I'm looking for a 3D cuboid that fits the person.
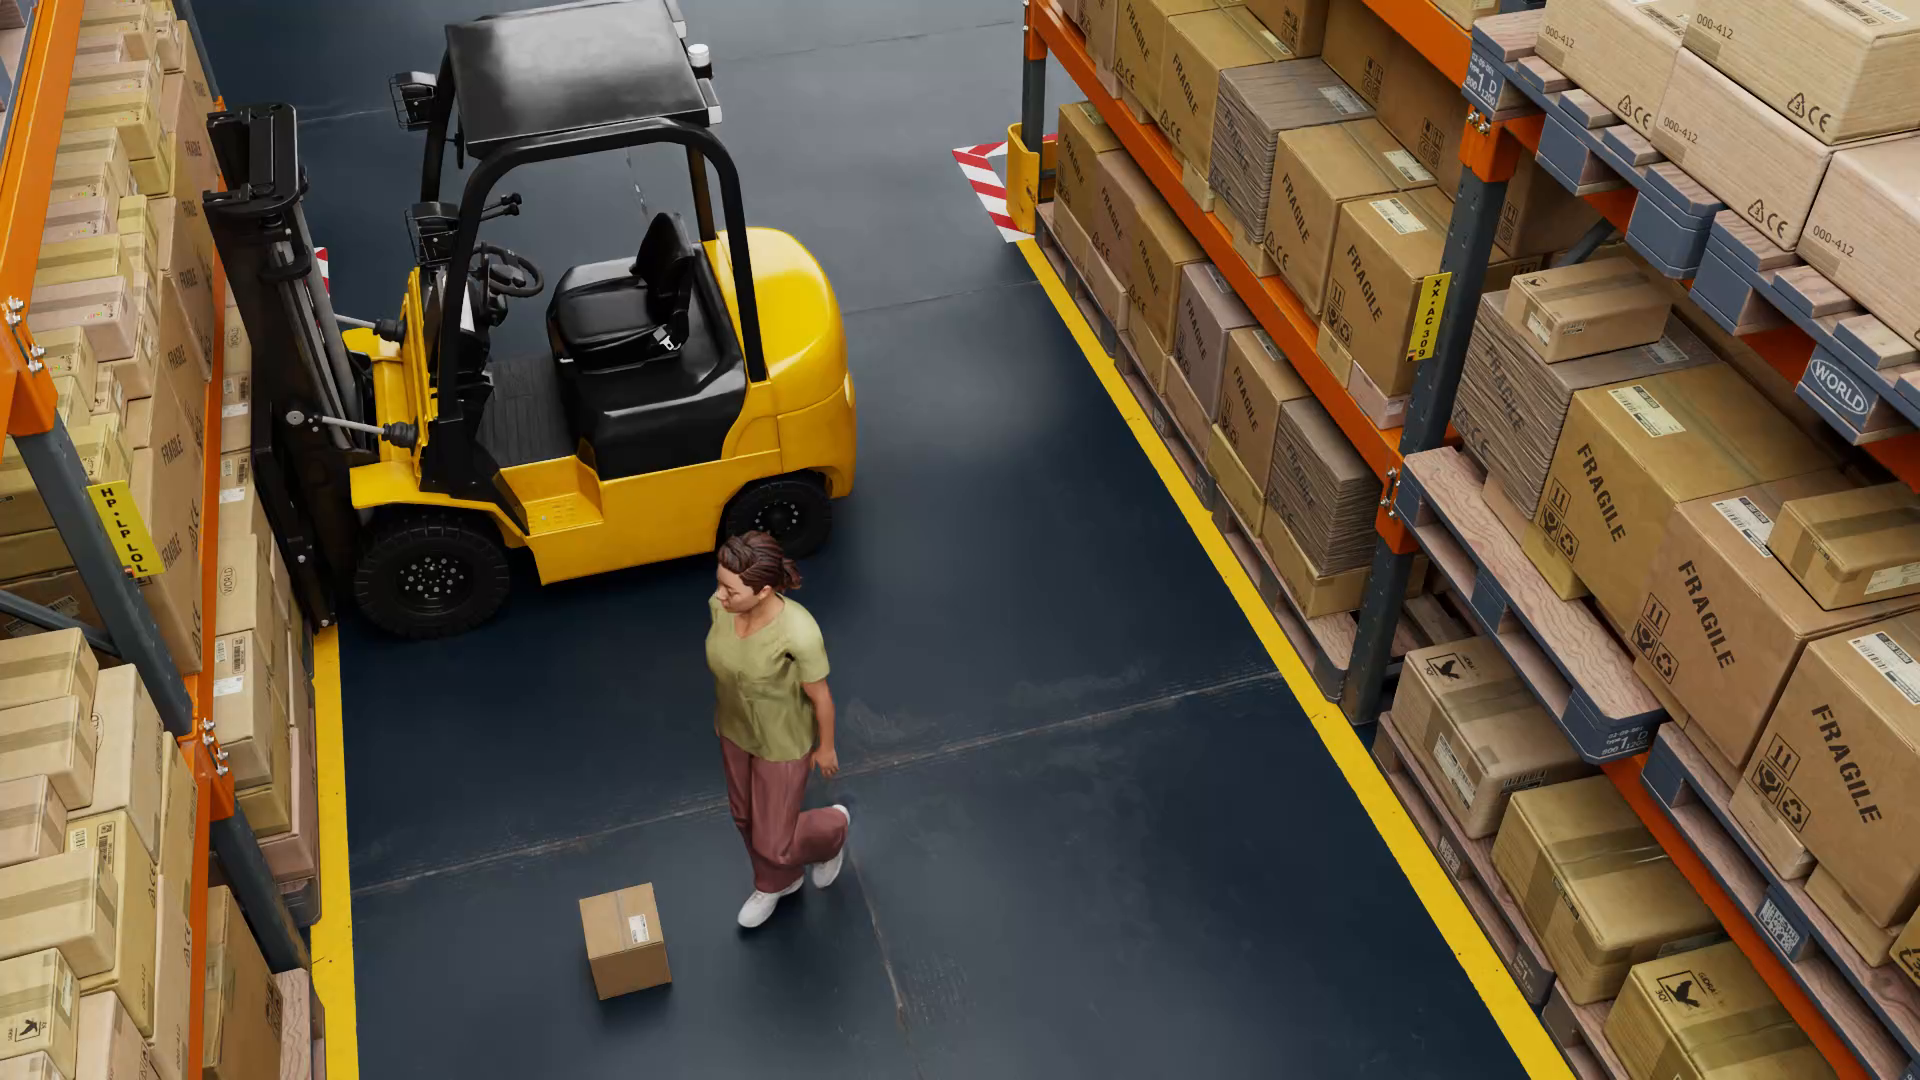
[{"bbox_3d":[-0.630,0.627,5.449,0.487,1.664,0.486,27,49,26],"label":"person"}]
